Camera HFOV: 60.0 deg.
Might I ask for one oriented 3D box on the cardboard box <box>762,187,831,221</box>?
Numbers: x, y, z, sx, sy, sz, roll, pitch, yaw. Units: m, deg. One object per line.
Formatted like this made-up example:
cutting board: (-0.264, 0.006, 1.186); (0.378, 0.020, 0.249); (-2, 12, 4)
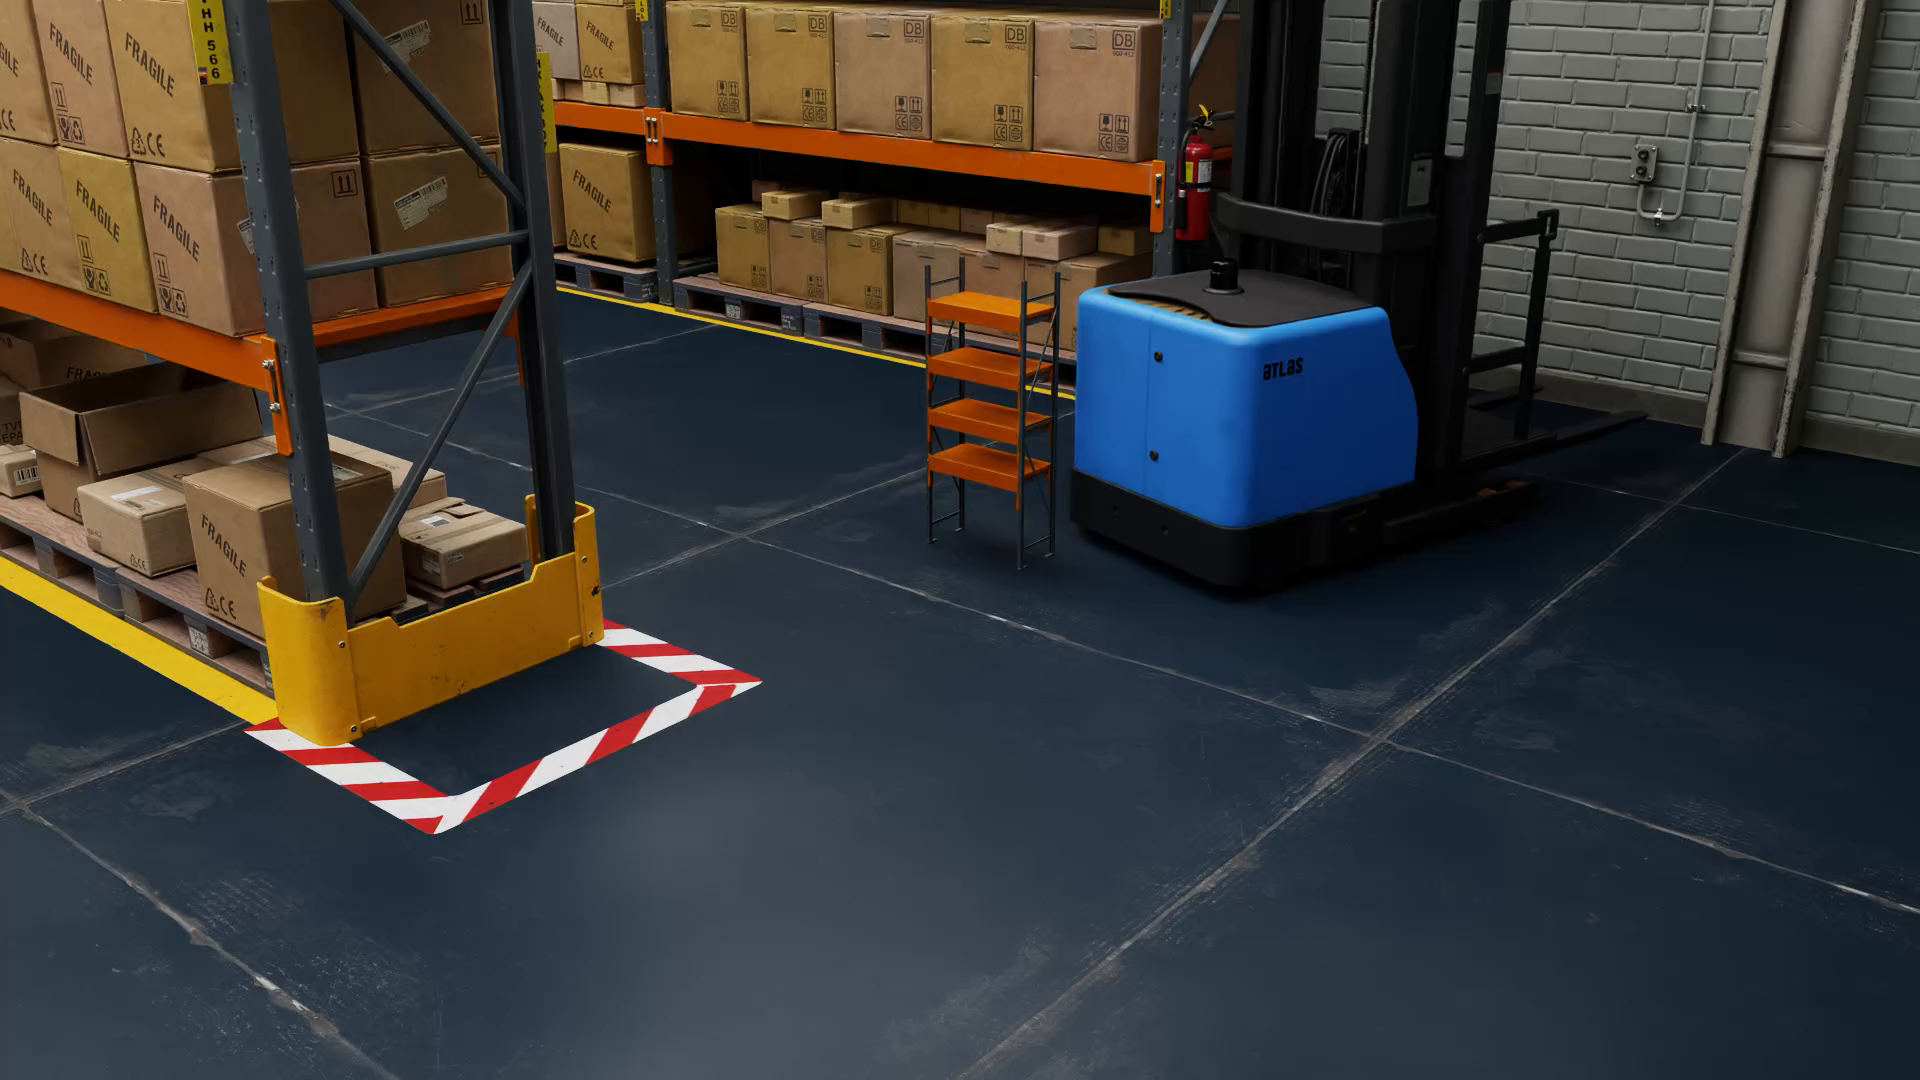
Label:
cardboard box: (-1.049, -2.162, 10.677); (0.250, 0.149, 0.380); (17, 27, 38)

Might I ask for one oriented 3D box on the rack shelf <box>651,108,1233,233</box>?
rack shelf: (-0.164, -2.370, 10.220); (4.000, 0.370, 1.077); (16, 26, 36)

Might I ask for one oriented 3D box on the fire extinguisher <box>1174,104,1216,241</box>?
fire extinguisher: (1.210, -1.889, 8.566); (0.183, 0.674, 0.296); (16, 26, 36)

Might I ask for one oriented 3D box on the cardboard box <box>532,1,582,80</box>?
cardboard box: (-2.632, -3.493, 11.588); (0.500, 0.500, 0.500); (16, 26, 37)

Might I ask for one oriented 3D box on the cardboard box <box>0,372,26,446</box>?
cardboard box: (-4.655, -0.592, 7.675); (0.500, 0.311, 0.500); (16, 26, 36)

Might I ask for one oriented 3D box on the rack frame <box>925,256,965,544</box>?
rack frame: (-0.061, -0.579, 7.003); (0.015, 1.200, 0.240); (16, 26, 36)

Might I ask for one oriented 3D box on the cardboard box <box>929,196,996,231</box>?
cardboard box: (0.019, -2.028, 10.324); (0.250, 0.149, 0.380); (16, 26, 37)

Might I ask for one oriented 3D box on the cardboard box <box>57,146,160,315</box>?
cardboard box: (-2.667, -1.092, 5.671); (0.500, 0.500, 0.500); (16, 26, 37)

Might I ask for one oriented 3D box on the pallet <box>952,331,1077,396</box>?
pallet: (0.716, -1.112, 9.818); (1.213, 0.211, 1.003); (16, 26, 36)

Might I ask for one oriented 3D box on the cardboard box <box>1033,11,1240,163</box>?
cardboard box: (0.984, -2.511, 9.151); (0.700, 0.700, 0.980); (18, 27, 39)

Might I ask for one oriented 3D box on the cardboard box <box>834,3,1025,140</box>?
cardboard box: (-0.172, -2.843, 10.032); (0.700, 0.700, 0.980); (15, 25, 34)

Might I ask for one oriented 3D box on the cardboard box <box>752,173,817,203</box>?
cardboard box: (-1.186, -2.375, 11.242); (0.250, 0.149, 0.380); (16, 26, 36)

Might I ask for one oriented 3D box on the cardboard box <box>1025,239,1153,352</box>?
cardboard box: (0.780, -1.416, 9.619); (0.500, 0.500, 0.700); (16, 26, 36)

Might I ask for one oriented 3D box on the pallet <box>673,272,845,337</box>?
pallet: (-1.174, -1.657, 11.262); (1.213, 0.211, 1.003); (16, 26, 36)

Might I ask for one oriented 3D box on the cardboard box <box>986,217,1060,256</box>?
cardboard box: (0.366, -1.755, 9.599); (0.250, 0.149, 0.380); (17, 26, 38)

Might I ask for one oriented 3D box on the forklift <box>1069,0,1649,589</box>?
forklift: (1.968, -1.568, 7.173); (3.031, 2.935, 1.130); (-14, 25, -33)

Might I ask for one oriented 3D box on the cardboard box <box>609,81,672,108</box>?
cardboard box: (-2.155, -3.042, 11.312); (0.250, 0.149, 0.380); (16, 26, 37)

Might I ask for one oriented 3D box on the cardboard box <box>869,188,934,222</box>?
cardboard box: (-0.377, -2.142, 10.626); (0.250, 0.149, 0.380); (16, 26, 37)

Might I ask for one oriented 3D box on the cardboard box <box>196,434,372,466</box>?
cardboard box: (-2.761, -0.246, 6.843); (0.500, 0.250, 0.500); (16, 26, 36)

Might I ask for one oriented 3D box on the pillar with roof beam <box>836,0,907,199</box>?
pillar with roof beam: (-3.347, -4.863, 7.310); (0.400, 9.000, 9.100); (16, 26, 36)

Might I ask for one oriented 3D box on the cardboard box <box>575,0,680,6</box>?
cardboard box: (-2.237, -3.733, 11.161); (0.500, 0.250, 0.500); (17, 26, 38)

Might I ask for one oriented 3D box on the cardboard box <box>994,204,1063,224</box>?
cardboard box: (0.416, -1.915, 10.023); (0.250, 0.149, 0.380); (16, 26, 37)

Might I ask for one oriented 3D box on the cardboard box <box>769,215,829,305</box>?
cardboard box: (-0.812, -1.871, 10.827); (0.500, 0.500, 0.700); (16, 26, 36)

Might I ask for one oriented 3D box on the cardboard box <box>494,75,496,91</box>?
cardboard box: (-3.310, -3.400, 12.261); (0.250, 0.149, 0.380); (17, 27, 38)

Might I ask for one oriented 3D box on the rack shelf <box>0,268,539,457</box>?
rack shelf: (-3.294, -1.015, 6.627); (4.000, 0.370, 1.077); (16, 26, 36)

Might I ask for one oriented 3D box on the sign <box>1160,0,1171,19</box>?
sign: (1.031, -2.767, 8.279); (0.005, 0.325, 0.100); (16, 26, 36)

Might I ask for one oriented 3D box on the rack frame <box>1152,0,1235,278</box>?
rack frame: (1.385, -2.260, 8.910); (0.127, 3.000, 1.000); (16, 26, 36)

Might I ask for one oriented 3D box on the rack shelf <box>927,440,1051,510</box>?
rack shelf: (0.128, -0.276, 6.952); (0.480, 0.148, 0.258); (16, 26, 36)

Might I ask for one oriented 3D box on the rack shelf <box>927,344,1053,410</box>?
rack shelf: (0.128, -0.671, 6.803); (0.480, 0.148, 0.258); (16, 26, 36)

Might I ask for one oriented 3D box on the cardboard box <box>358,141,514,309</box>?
cardboard box: (-1.921, -1.123, 5.753); (0.500, 0.500, 0.500); (17, 26, 37)

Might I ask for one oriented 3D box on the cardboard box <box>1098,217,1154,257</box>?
cardboard box: (1.003, -1.746, 9.575); (0.250, 0.149, 0.380); (16, 26, 37)

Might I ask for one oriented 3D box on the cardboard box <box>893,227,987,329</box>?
cardboard box: (0.002, -1.639, 10.212); (0.500, 0.500, 0.700); (15, 25, 35)

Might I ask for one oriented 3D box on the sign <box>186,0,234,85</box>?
sign: (-2.111, -1.447, 4.666); (0.005, 0.325, 0.100); (16, 26, 36)

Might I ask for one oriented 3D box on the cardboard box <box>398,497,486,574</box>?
cardboard box: (-2.045, -0.028, 6.384); (0.250, 0.166, 0.380); (16, 26, 36)

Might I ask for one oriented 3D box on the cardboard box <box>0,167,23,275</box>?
cardboard box: (-3.441, -1.317, 6.269); (0.500, 0.500, 0.500); (16, 26, 36)

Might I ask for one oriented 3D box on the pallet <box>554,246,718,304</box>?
pallet: (-2.359, -1.999, 12.170); (1.213, 0.211, 1.003); (16, 26, 36)

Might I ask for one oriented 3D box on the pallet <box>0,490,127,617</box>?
pallet: (-3.362, -0.067, 7.047); (1.213, 0.211, 1.003); (16, 26, 36)

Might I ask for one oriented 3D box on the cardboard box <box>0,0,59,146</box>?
cardboard box: (-3.059, -1.671, 5.788); (0.500, 0.500, 0.500); (17, 26, 38)

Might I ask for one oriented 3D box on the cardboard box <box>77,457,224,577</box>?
cardboard box: (-3.038, -0.098, 6.451); (0.500, 0.250, 0.500); (16, 26, 36)

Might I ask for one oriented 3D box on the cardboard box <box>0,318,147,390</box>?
cardboard box: (-4.222, -0.784, 7.915); (0.500, 0.500, 0.500); (16, 26, 36)

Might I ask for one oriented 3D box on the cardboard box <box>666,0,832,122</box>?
cardboard box: (-1.304, -3.167, 10.891); (0.700, 0.700, 0.980); (17, 26, 37)

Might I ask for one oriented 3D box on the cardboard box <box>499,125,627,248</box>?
cardboard box: (-2.990, -2.650, 12.396); (0.750, 0.750, 0.750); (17, 27, 38)

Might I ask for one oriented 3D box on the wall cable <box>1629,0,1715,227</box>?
wall cable: (2.975, -2.708, 8.659); (1.851, 1.984, 0.084); (16, 26, 36)

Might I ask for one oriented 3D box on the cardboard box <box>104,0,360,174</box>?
cardboard box: (-2.263, -1.444, 5.187); (0.500, 0.500, 0.500); (16, 26, 36)

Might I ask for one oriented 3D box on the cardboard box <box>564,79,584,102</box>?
cardboard box: (-2.537, -3.162, 11.630); (0.250, 0.149, 0.380); (17, 27, 38)

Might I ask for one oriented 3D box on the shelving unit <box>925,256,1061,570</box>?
shelving unit: (0.128, -0.524, 6.859); (0.503, 1.200, 0.258); (16, 26, 36)
